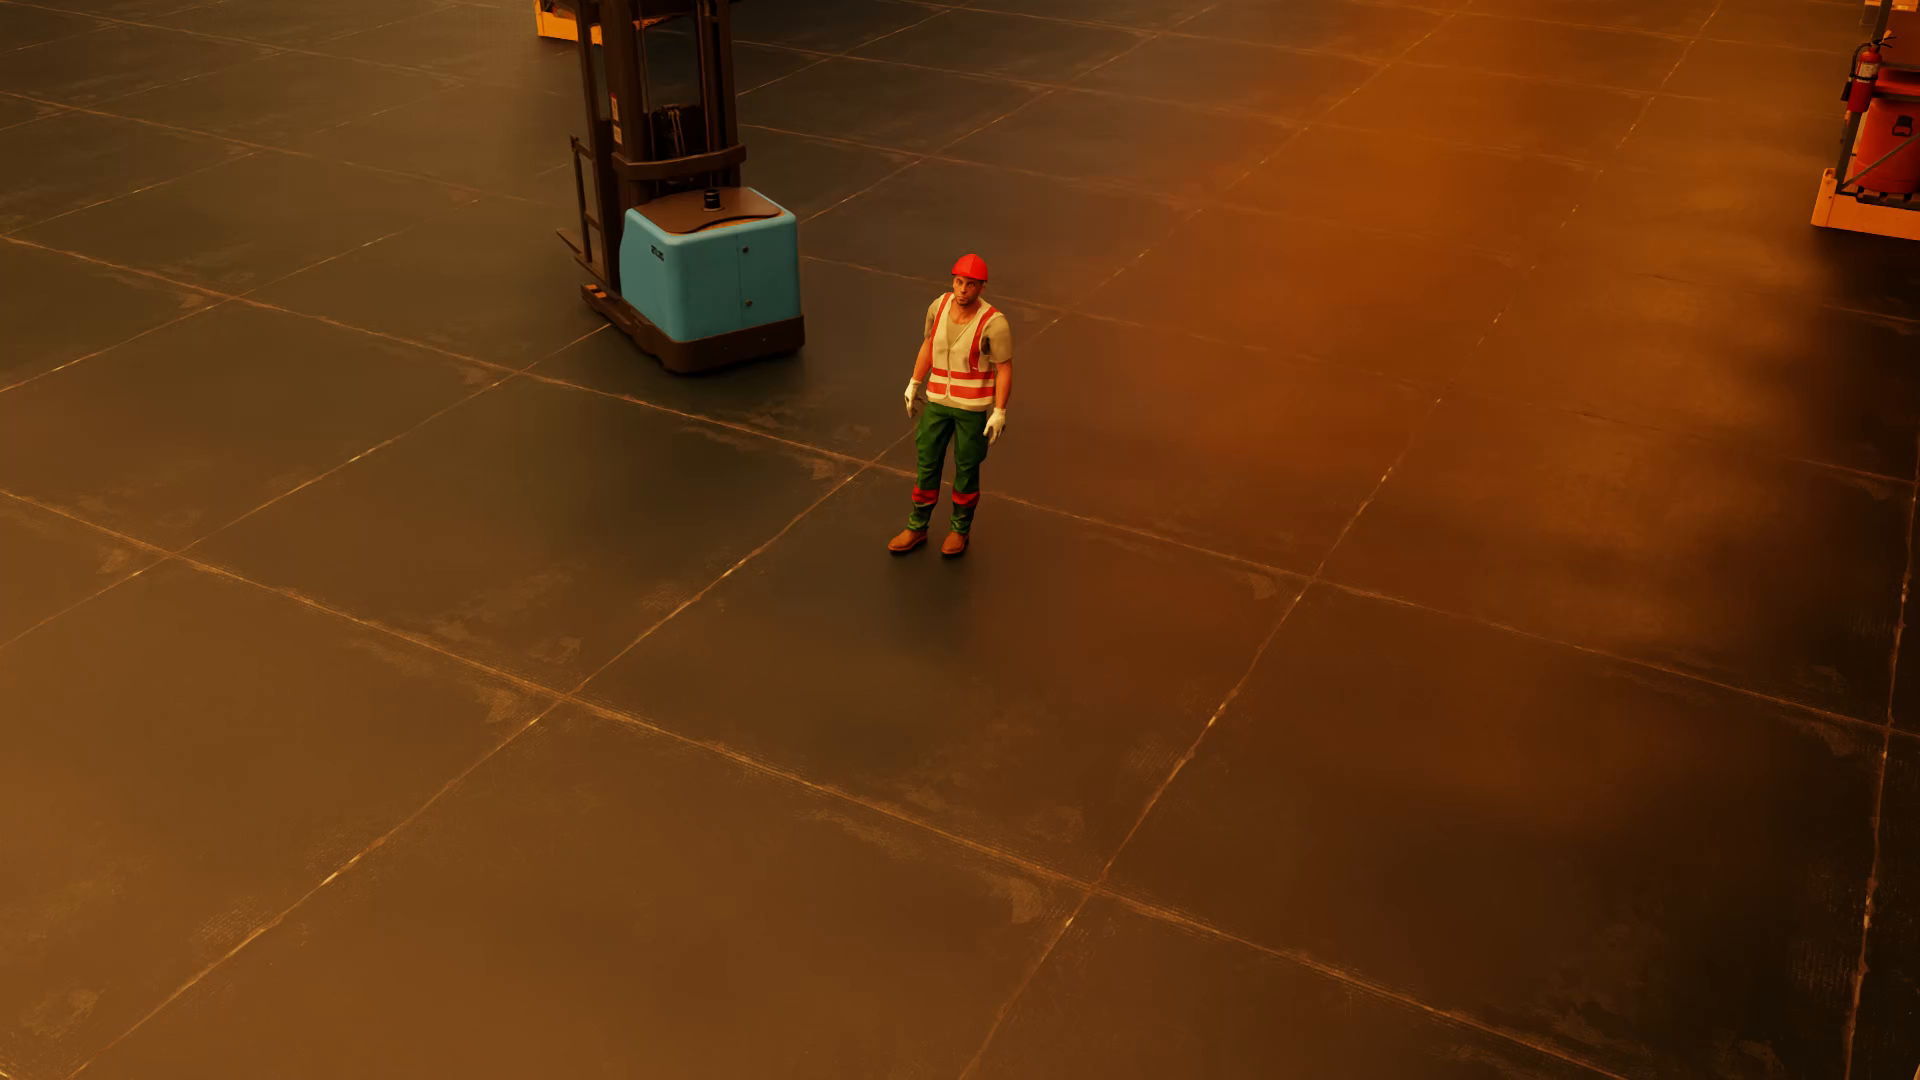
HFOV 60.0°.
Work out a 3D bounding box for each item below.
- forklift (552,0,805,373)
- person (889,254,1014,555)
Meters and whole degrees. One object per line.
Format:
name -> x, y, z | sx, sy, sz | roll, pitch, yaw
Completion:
forklift -> -2.356, -3.164, 12.553 | 1.130, 2.935, 3.031 | -17, 34, -27
person -> -0.050, -0.749, 9.497 | 0.637, 1.787, 0.564 | 15, 33, 25
